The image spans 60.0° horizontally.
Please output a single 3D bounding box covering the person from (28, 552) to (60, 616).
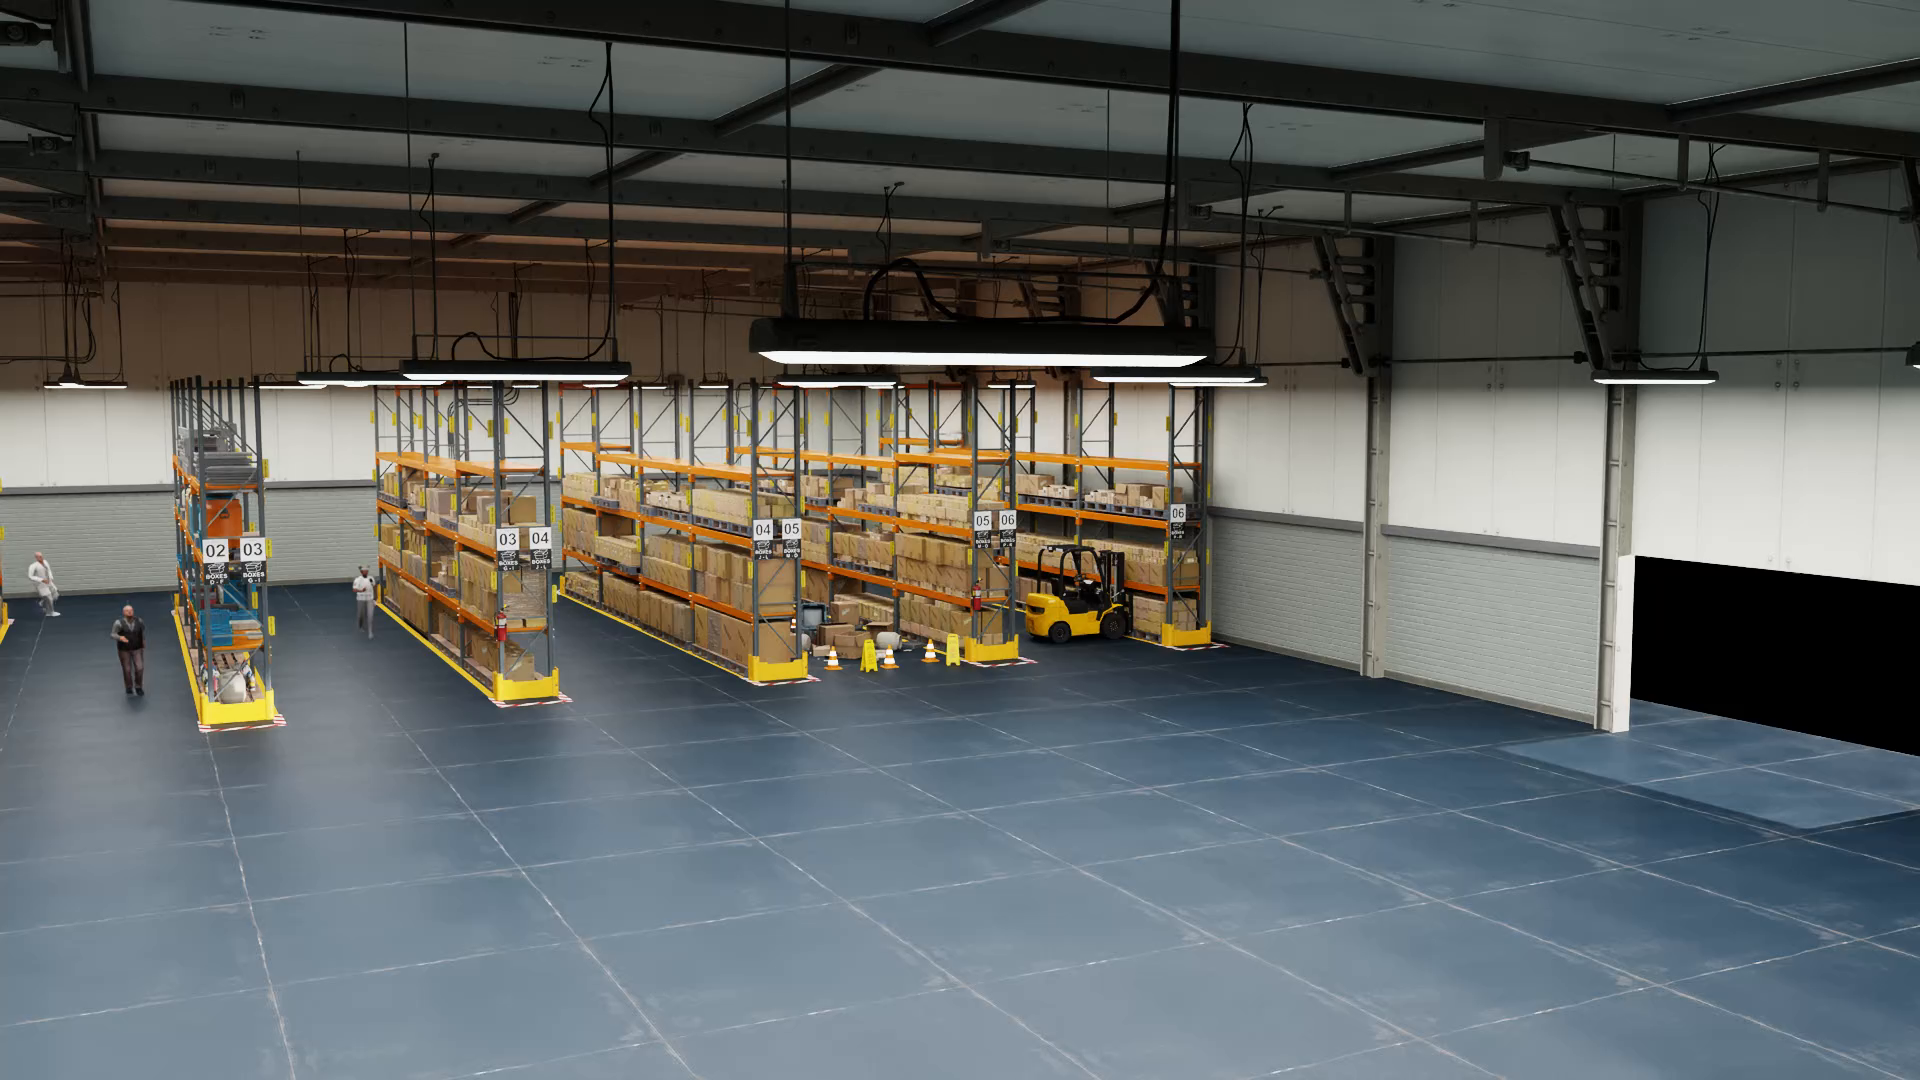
[{"bbox_3d":[-23.296,1.144,42.204,0.641,1.651,0.782,1,5,15],"label":"person"}]

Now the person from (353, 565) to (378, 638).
[{"bbox_3d":[-13.860,1.409,38.782,0.575,1.685,0.938,-3,6,-27],"label":"person"}]

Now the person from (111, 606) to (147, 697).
[{"bbox_3d":[-15.590,2.098,31.250,0.644,1.742,0.738,-3,6,-32],"label":"person"}]
